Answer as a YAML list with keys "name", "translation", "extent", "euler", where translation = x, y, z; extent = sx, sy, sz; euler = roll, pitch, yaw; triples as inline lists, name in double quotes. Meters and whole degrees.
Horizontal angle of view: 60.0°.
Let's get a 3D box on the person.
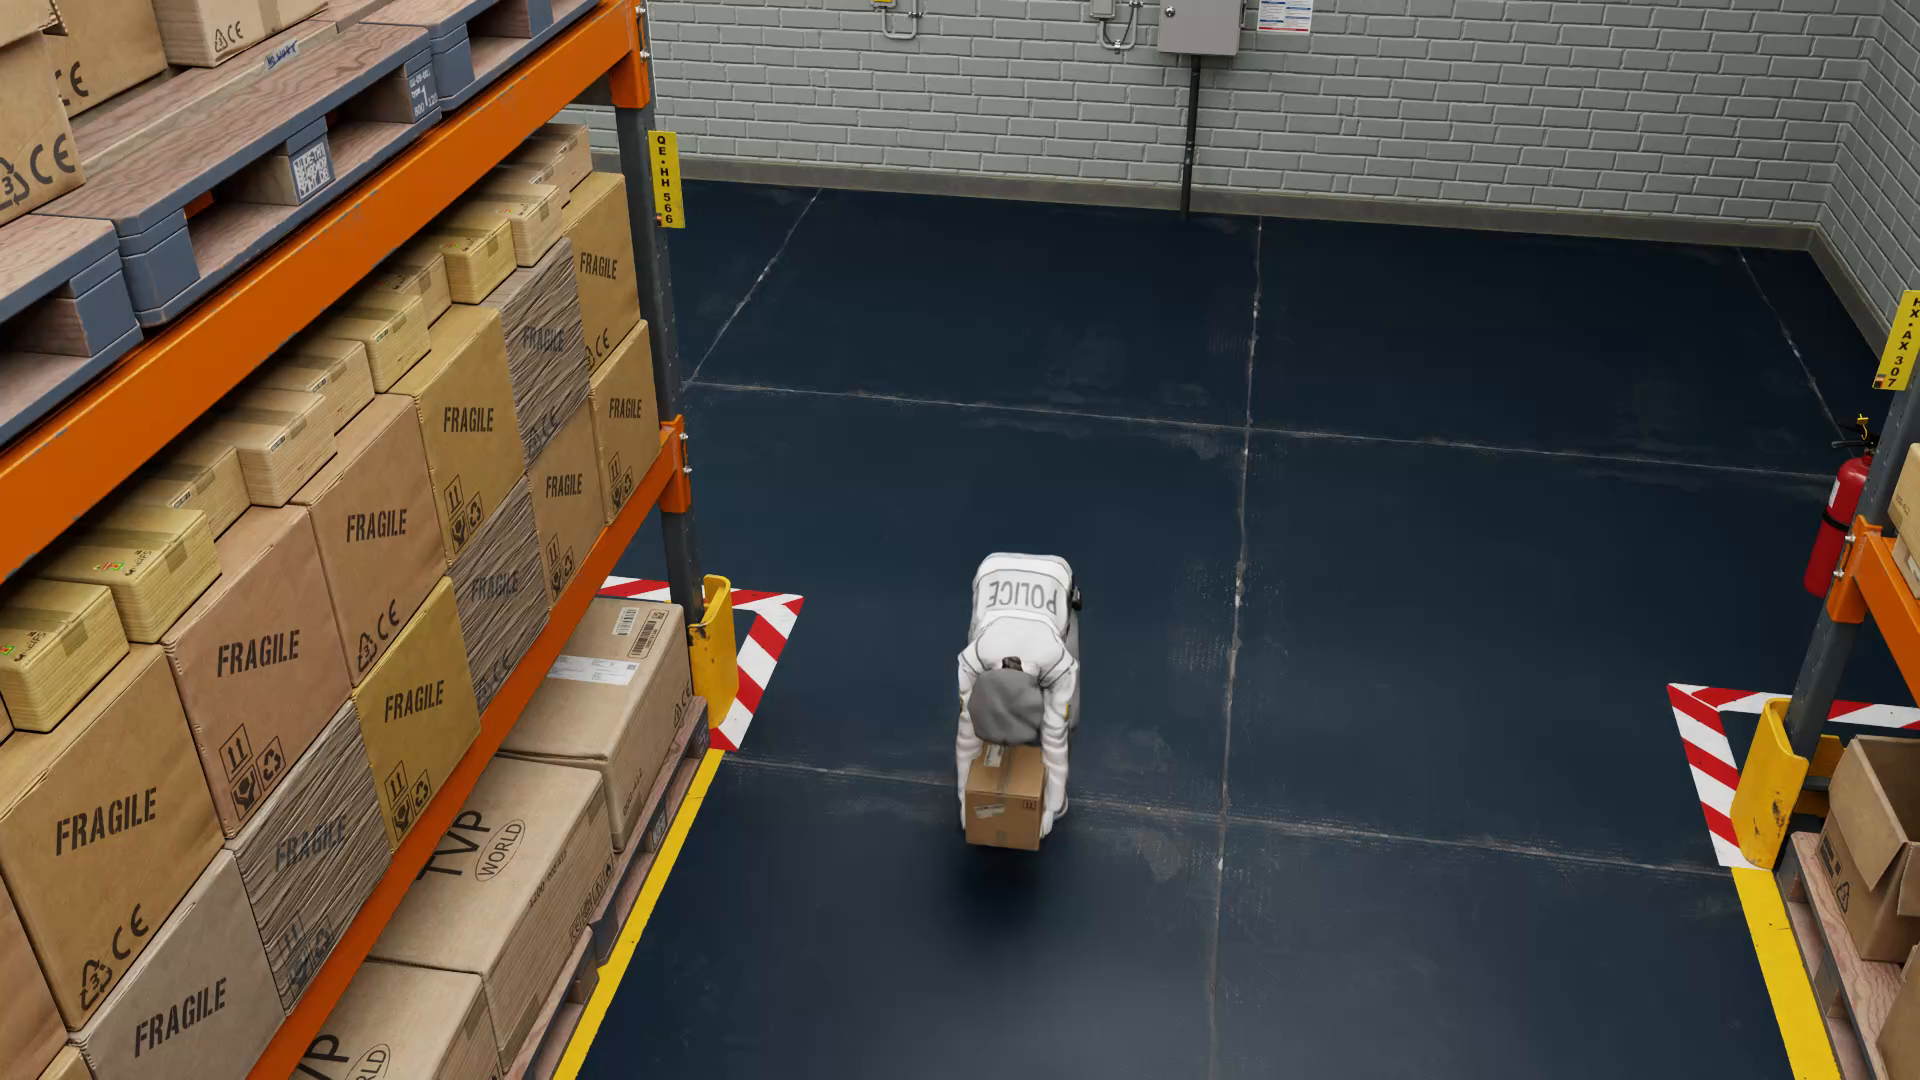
- name: "person"
  translation: [0.193, 0.632, 5.755]
  extent: [0.429, 1.014, 0.921]
  euler: [4, 33, 6]
